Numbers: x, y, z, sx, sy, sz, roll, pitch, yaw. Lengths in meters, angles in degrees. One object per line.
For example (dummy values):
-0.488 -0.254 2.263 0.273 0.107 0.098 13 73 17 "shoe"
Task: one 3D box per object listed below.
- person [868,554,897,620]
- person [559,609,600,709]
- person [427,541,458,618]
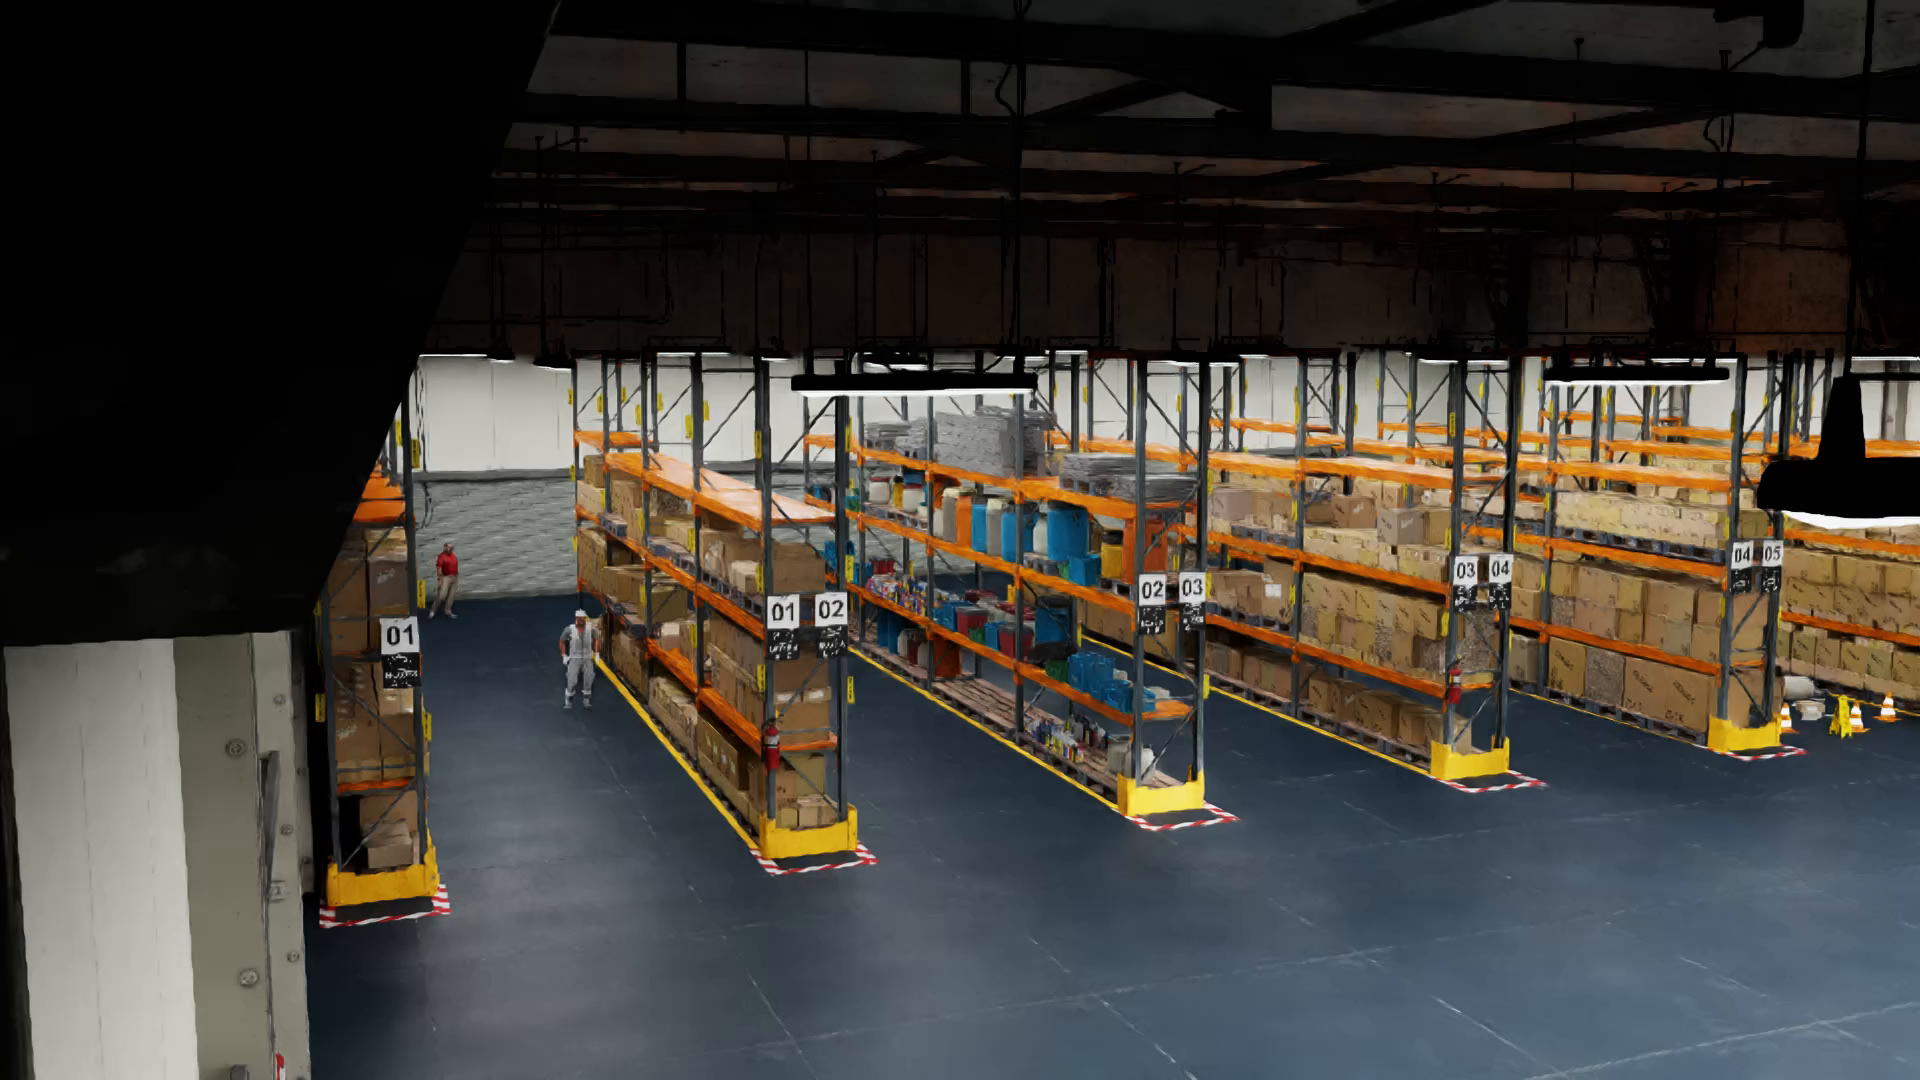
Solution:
-1.619 1.072 35.912 0.647 1.588 0.821 -6 9 -38 "person"
-6.391 2.001 27.997 0.677 1.742 0.552 -3 8 -22 "person"
-11.487 0.889 36.940 0.546 1.717 0.721 4 8 28 "person"
